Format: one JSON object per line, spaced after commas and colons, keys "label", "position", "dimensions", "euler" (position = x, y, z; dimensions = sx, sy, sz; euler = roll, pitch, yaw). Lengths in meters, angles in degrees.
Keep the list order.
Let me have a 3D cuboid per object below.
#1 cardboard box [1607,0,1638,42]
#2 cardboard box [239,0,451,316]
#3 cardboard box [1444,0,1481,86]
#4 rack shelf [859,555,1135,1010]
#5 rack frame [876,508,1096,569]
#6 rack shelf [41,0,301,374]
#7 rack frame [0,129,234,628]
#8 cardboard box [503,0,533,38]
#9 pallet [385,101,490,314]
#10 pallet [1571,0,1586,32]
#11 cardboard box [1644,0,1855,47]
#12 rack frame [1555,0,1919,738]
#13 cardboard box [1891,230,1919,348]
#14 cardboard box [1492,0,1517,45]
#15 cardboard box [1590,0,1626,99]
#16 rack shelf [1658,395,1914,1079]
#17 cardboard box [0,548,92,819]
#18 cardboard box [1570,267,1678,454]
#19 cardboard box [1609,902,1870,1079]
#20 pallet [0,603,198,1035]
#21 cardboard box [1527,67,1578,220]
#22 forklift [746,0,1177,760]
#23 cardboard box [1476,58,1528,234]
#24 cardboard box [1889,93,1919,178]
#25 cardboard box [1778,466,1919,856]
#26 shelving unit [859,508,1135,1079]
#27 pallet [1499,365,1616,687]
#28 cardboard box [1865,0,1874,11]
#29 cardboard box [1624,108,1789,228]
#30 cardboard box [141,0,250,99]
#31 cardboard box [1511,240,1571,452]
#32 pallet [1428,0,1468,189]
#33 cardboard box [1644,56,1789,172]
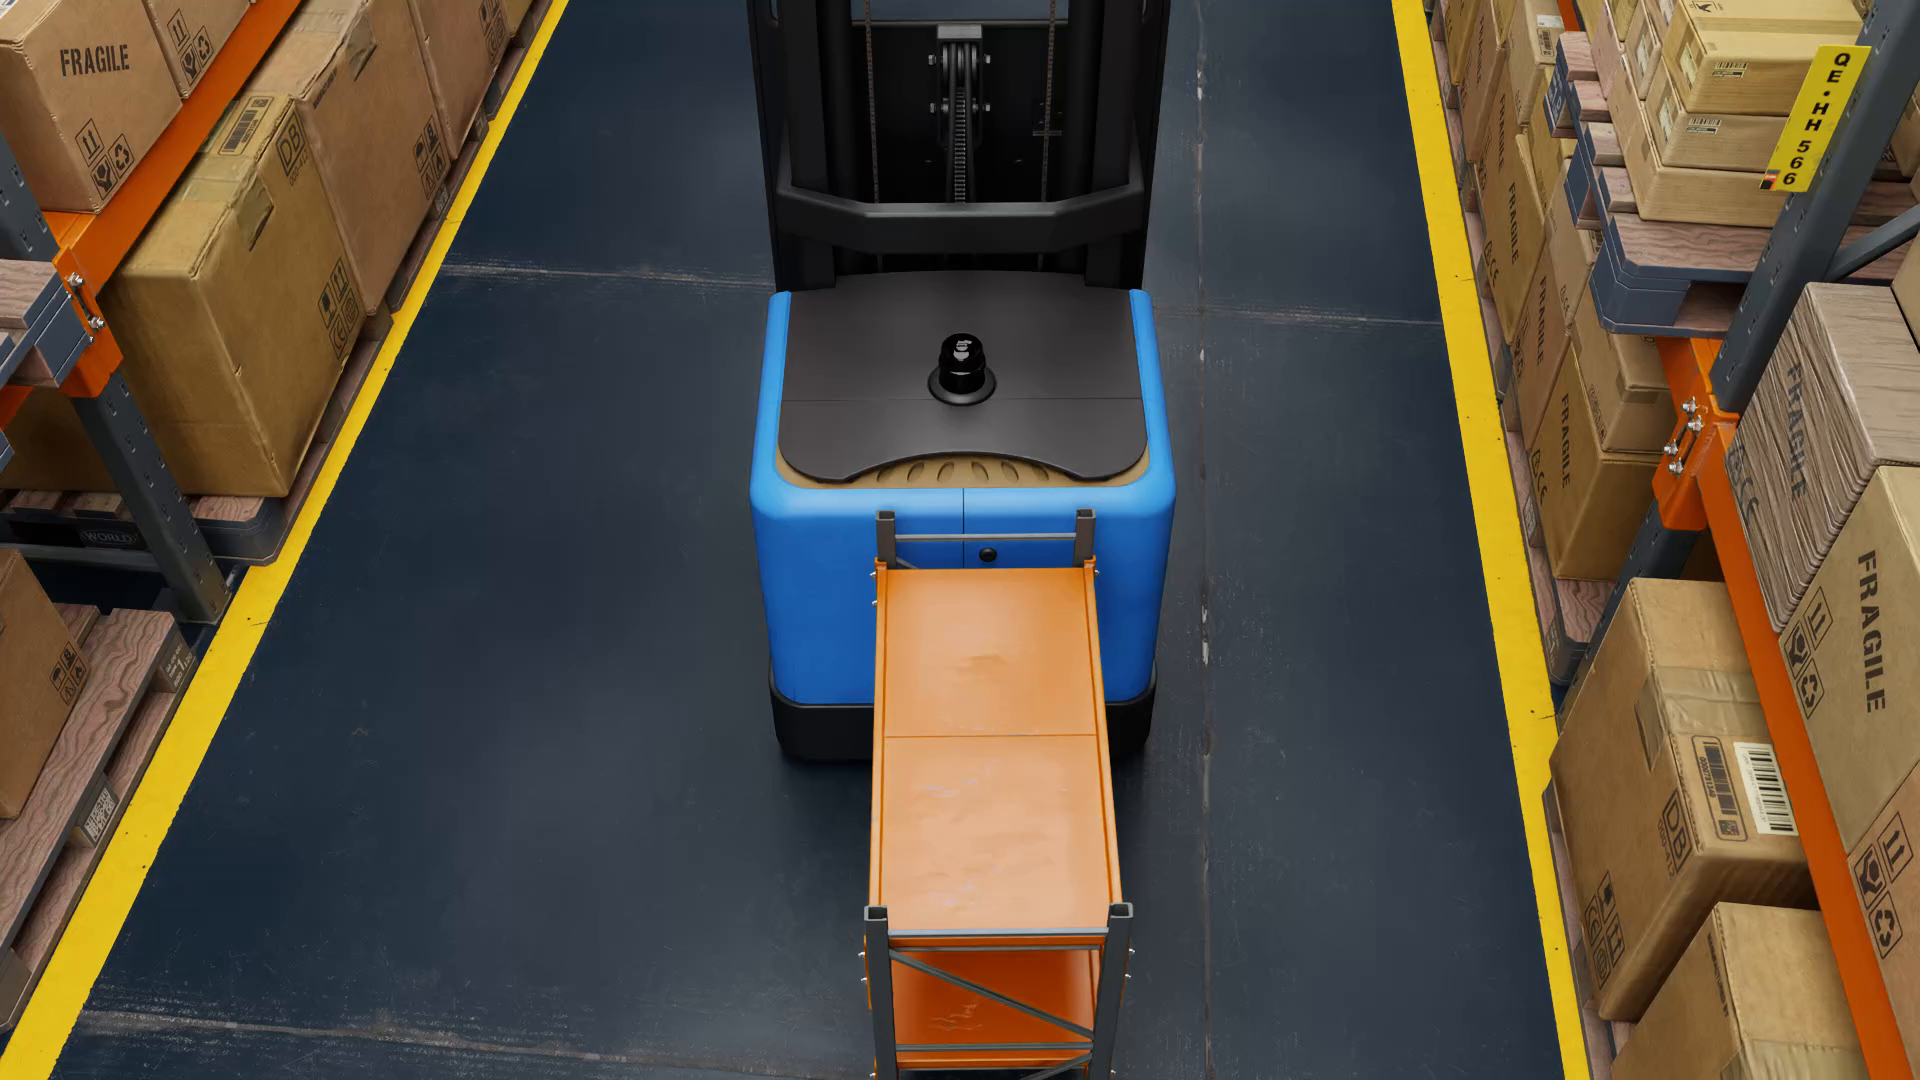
{"label": "cardboard box", "position": [1.838, -1.362, 4.147], "dimensions": [0.380, 0.149, 0.250], "euler": [5, 48, 4]}
{"label": "cardboard box", "position": [-2.555, -1.413, 5.665], "dimensions": [1.225, 0.875, 0.875], "euler": [4, 48, 4]}
{"label": "cardboard box", "position": [2.235, -2.133, 6.578], "dimensions": [0.500, 0.500, 0.500], "euler": [6, 48, 5]}
{"label": "rack shelf", "position": [0.065, 0.498, 3.635], "dimensions": [0.538, 0.278, 1.000], "euler": [-1, 48, -1]}
{"label": "rack frame", "position": [0.059, 0.321, 4.194], "dimensions": [0.500, 1.125, 0.032], "euler": [-1, 48, -1]}
{"label": "rack shelf", "position": [-2.545, -2.055, 5.585], "dimensions": [1.077, 0.370, 4.000], "euler": [4, 48, 4]}
{"label": "rack frame", "position": [-2.728, -0.829, 3.975], "dimensions": [1.000, 3.000, 0.127], "euler": [4, 48, 4]}
{"label": "cardboard box", "position": [-2.402, -2.721, 6.861], "dimensions": [1.225, 0.875, 0.875], "euler": [4, 48, 4]}
{"label": "pallet", "position": [-2.467, -1.356, 6.347], "dimensions": [1.003, 0.211, 1.213], "euler": [4, 48, 4]}
{"label": "pallet", "position": [2.342, -1.813, 5.006], "dimensions": [1.003, 0.211, 1.213], "euler": [4, 48, 4]}
{"label": "cardboard box", "position": [1.816, -1.254, 3.847], "dimensions": [0.380, 0.149, 0.250], "euler": [3, 48, 3]}
{"label": "rack frame", "position": [2.202, -0.421, 3.602], "dimensions": [1.000, 3.000, 0.127], "euler": [4, 48, 4]}
{"label": "cardboard box", "position": [2.152, -0.463, 2.895], "dimensions": [0.700, 0.500, 0.500], "euler": [4, 48, 3]}
{"label": "cardboard box", "position": [2.190, -1.995, 5.943], "dimensions": [0.500, 0.250, 0.500], "euler": [5, 48, 5]}
{"label": "cardboard box", "position": [1.837, -1.243, 4.239], "dimensions": [0.380, 0.149, 0.250], "euler": [5, 48, 4]}
{"label": "rack shelf", "position": [2.020, 1.292, 2.523], "dimensions": [1.077, 0.370, 4.000], "euler": [4, 48, 4]}
{"label": "cardboard box", "position": [-2.769, 0.360, 4.284], "dimensions": [0.700, 0.500, 0.500], "euler": [2, 48, 1]}
{"label": "cardboard box", "position": [2.004, -0.492, 4.569], "dimensions": [0.500, 0.250, 0.500], "euler": [3, 48, 3]}
{"label": "cardboard box", "position": [1.981, 1.281, 3.286], "dimensions": [1.050, 0.750, 0.750], "euler": [5, 48, 4]}
{"label": "pallet", "position": [-2.800, 0.687, 4.479], "dimensions": [1.003, 0.211, 1.213], "euler": [4, 48, 4]}
{"label": "cardboard box", "position": [2.101, -1.236, 5.249], "dimensions": [0.500, 0.250, 0.500], "euler": [5, 48, 4]}
{"label": "forklift", "position": [-0.006, -1.454, 4.593], "dimensions": [1.130, 2.935, 3.031], "euler": [0, 48, 0]}
{"label": "cardboard box", "position": [2.155, -1.358, 5.869], "dimensions": [0.500, 0.500, 0.500], "euler": [5, 48, 4]}
{"label": "cardboard box", "position": [2.469, -0.990, 4.008], "dimensions": [0.380, 0.149, 0.250], "euler": [6, 48, 5]}
{"label": "cardboard box", "position": [1.849, 0.231, 2.938], "dimensions": [0.500, 0.500, 0.500], "euler": [3, 48, 3]}
{"label": "shelving unit", "position": [0.065, 0.696, 3.851], "dimensions": [0.538, 1.125, 1.048], "euler": [-1, 48, -1]}
{"label": "pallet", "position": [2.275, -0.054, 5.156], "dimensions": [1.003, 0.211, 1.213], "euler": [4, 48, 4]}
{"label": "cardboard box", "position": [2.490, -1.316, 4.105], "dimensions": [0.380, 0.149, 0.250], "euler": [3, 48, 2]}
{"label": "cardboard box", "position": [1.790, -0.871, 3.900], "dimensions": [0.380, 0.149, 0.250], "euler": [5, 48, 4]}
{"label": "cardboard box", "position": [-2.368, -1.580, 4.595], "dimensions": [0.500, 0.500, 0.500], "euler": [3, 48, 2]}
{"label": "cardboard box", "position": [2.053, -0.601, 5.177], "dimensions": [0.500, 0.500, 0.500], "euler": [6, 48, 5]}
{"label": "pallet", "position": [2.497, -1.847, 6.796], "dimensions": [1.003, 0.211, 1.213], "euler": [4, 48, 4]}
{"label": "cardboard box", "position": [1.794, -0.972, 3.790], "dimensions": [0.380, 0.149, 0.250], "euler": [5, 48, 4]}
